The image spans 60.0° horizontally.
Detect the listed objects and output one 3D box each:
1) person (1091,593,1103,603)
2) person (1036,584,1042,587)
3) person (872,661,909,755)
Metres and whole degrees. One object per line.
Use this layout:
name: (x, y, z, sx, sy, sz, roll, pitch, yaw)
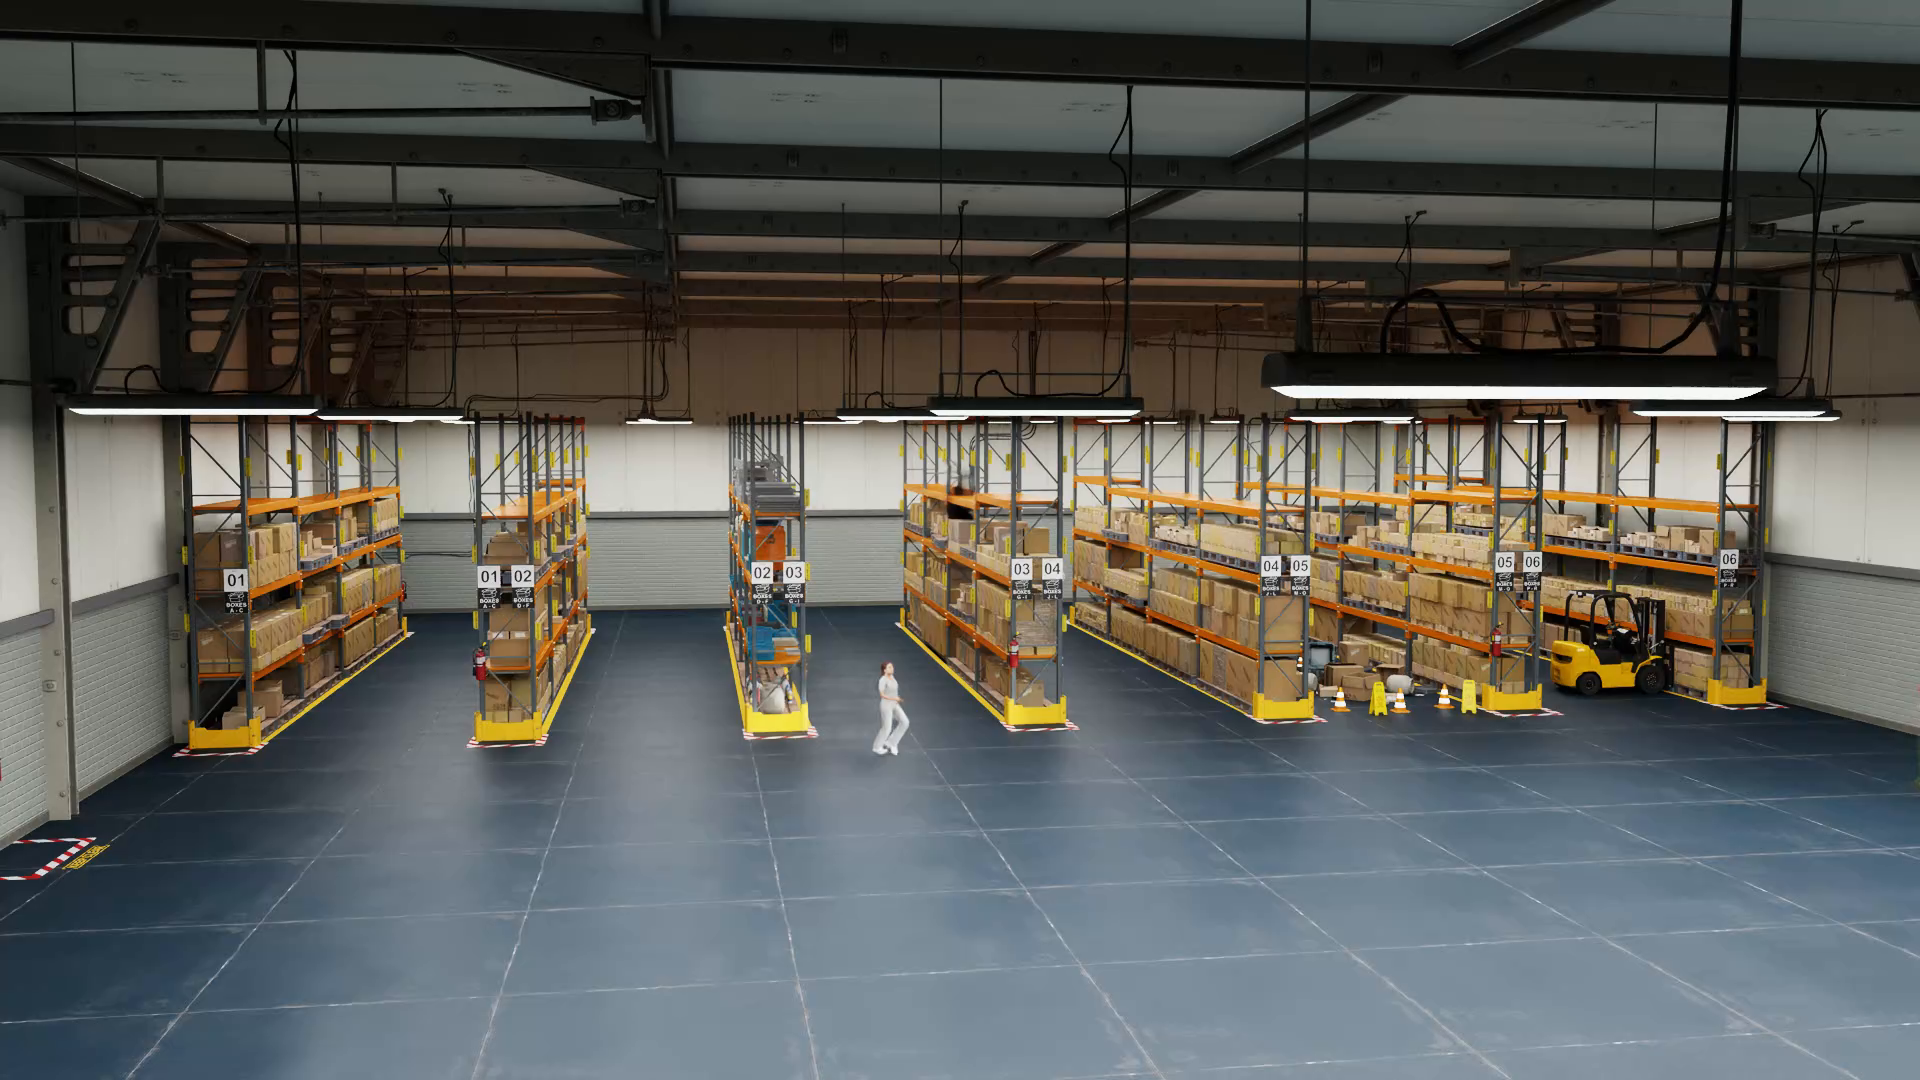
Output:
person: (4.252, 1.473, 49.893, 0.685, 1.780, 0.762, 2, 5, 32)
person: (2.209, 1.707, 47.151, 0.676, 1.631, 0.500, 0, 4, 4)
person: (-1.228, 2.929, 28.994, 0.652, 1.653, 0.571, 2, 4, 30)
